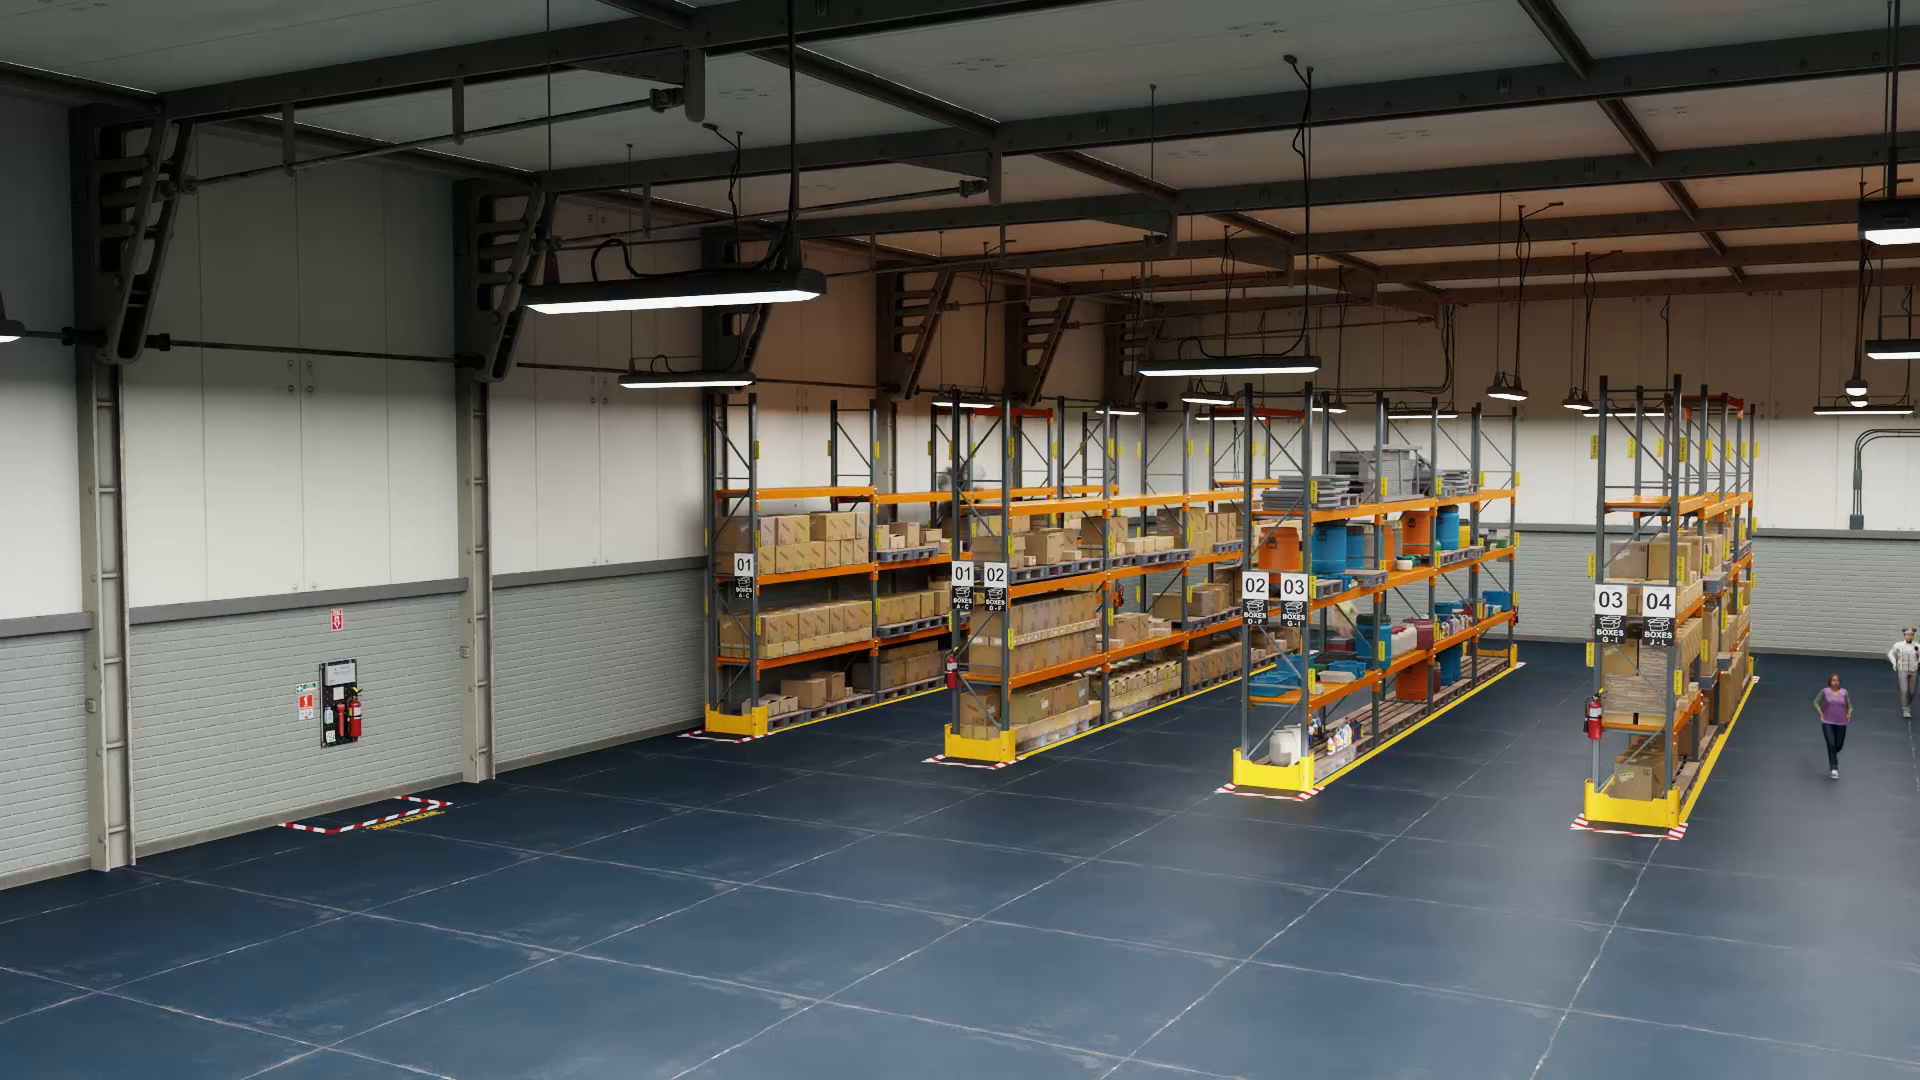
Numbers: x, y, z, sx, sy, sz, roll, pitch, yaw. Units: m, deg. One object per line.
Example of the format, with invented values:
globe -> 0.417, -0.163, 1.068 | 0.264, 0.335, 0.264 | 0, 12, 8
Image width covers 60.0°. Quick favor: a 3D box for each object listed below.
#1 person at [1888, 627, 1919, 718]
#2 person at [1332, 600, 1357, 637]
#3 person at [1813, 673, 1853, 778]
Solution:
person -> 17.822, 2.469, 31.264 | 0.634, 1.680, 0.769 | 1, 3, 22
person -> 8.968, 2.071, 38.768 | 0.580, 1.709, 0.900 | 1, 3, 11
person -> 13.480, 2.842, 25.691 | 0.541, 1.580, 0.704 | 1, 3, 20
